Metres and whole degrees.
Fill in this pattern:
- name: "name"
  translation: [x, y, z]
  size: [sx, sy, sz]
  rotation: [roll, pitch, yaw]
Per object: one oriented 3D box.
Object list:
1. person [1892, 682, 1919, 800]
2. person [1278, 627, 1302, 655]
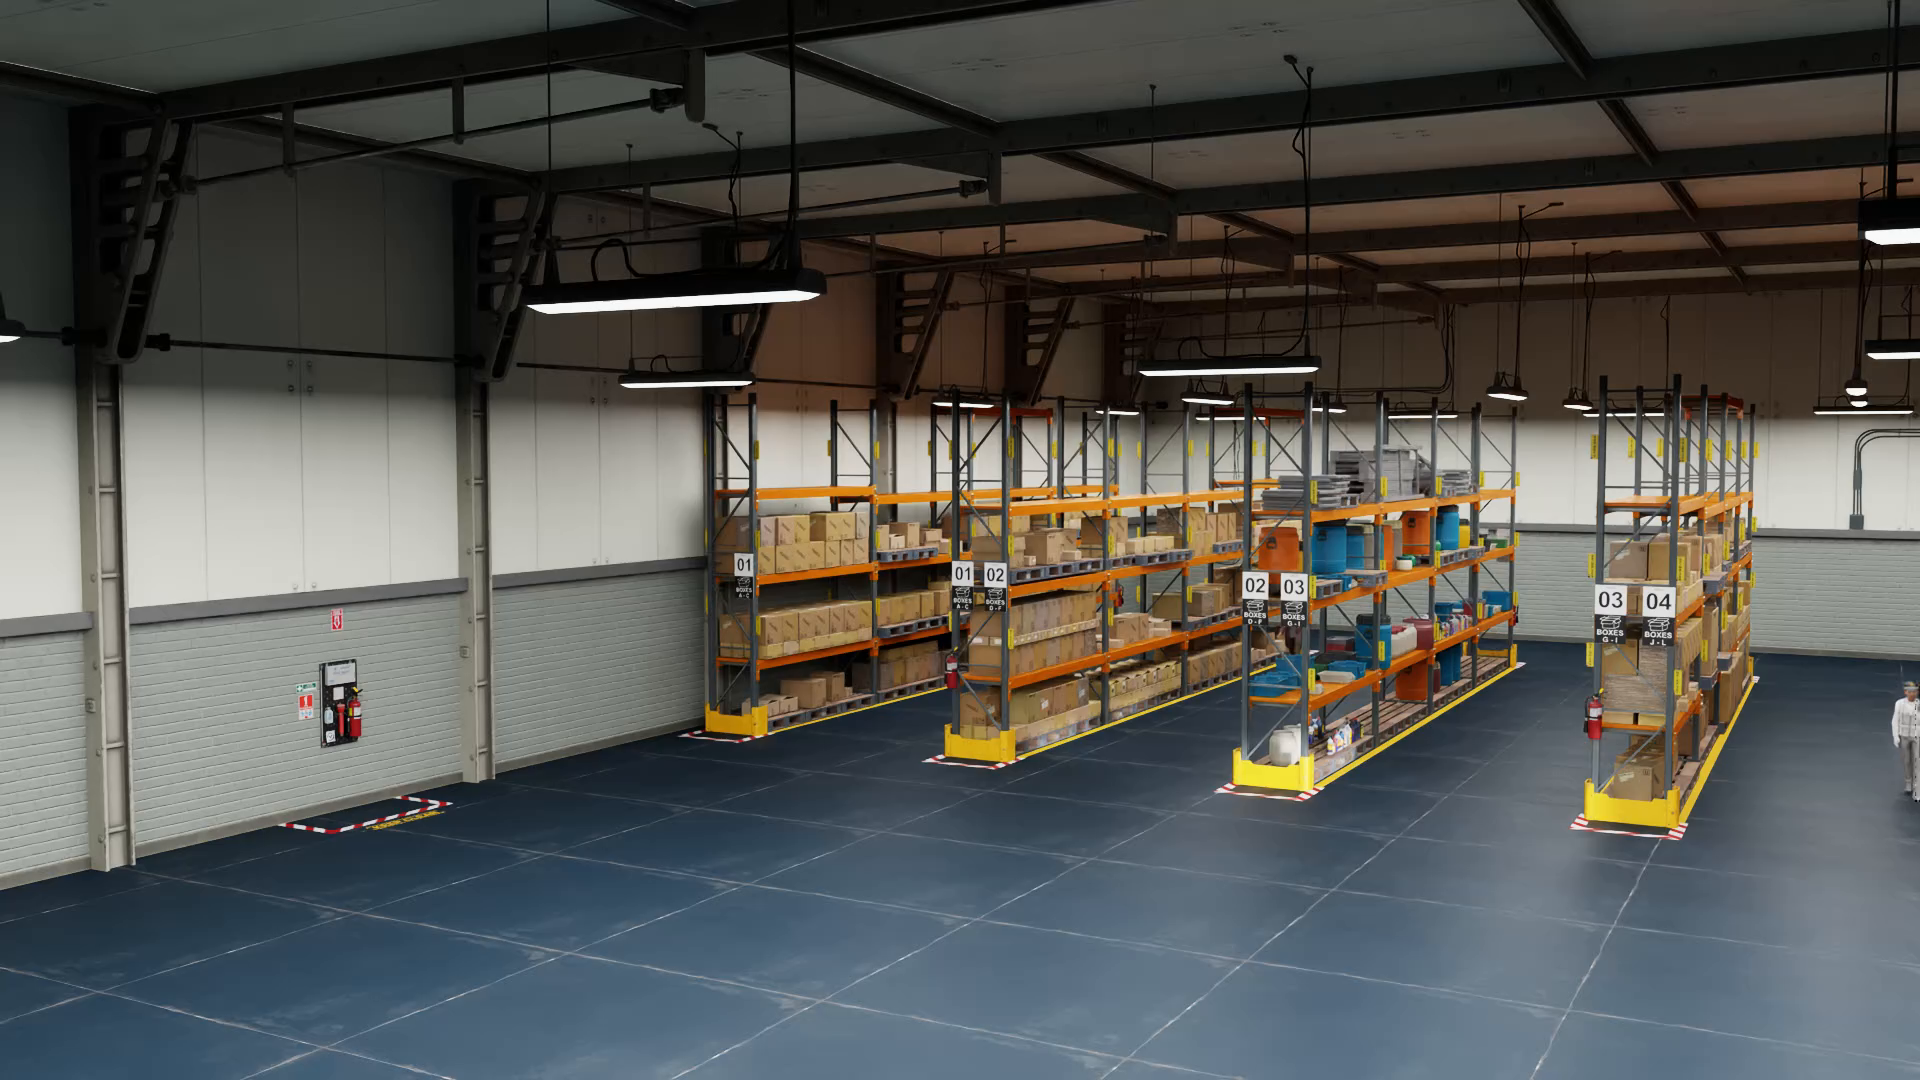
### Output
- name: "person"
  translation: [13.735, 2.860, 24.024]
  size: [0.500, 1.637, 0.880]
  rotation: [3, 4, 41]
- name: "person"
  translation: [7.439, 2.128, 37.022]
  size: [0.666, 1.715, 1.169]
  rotation: [2, 3, 26]
